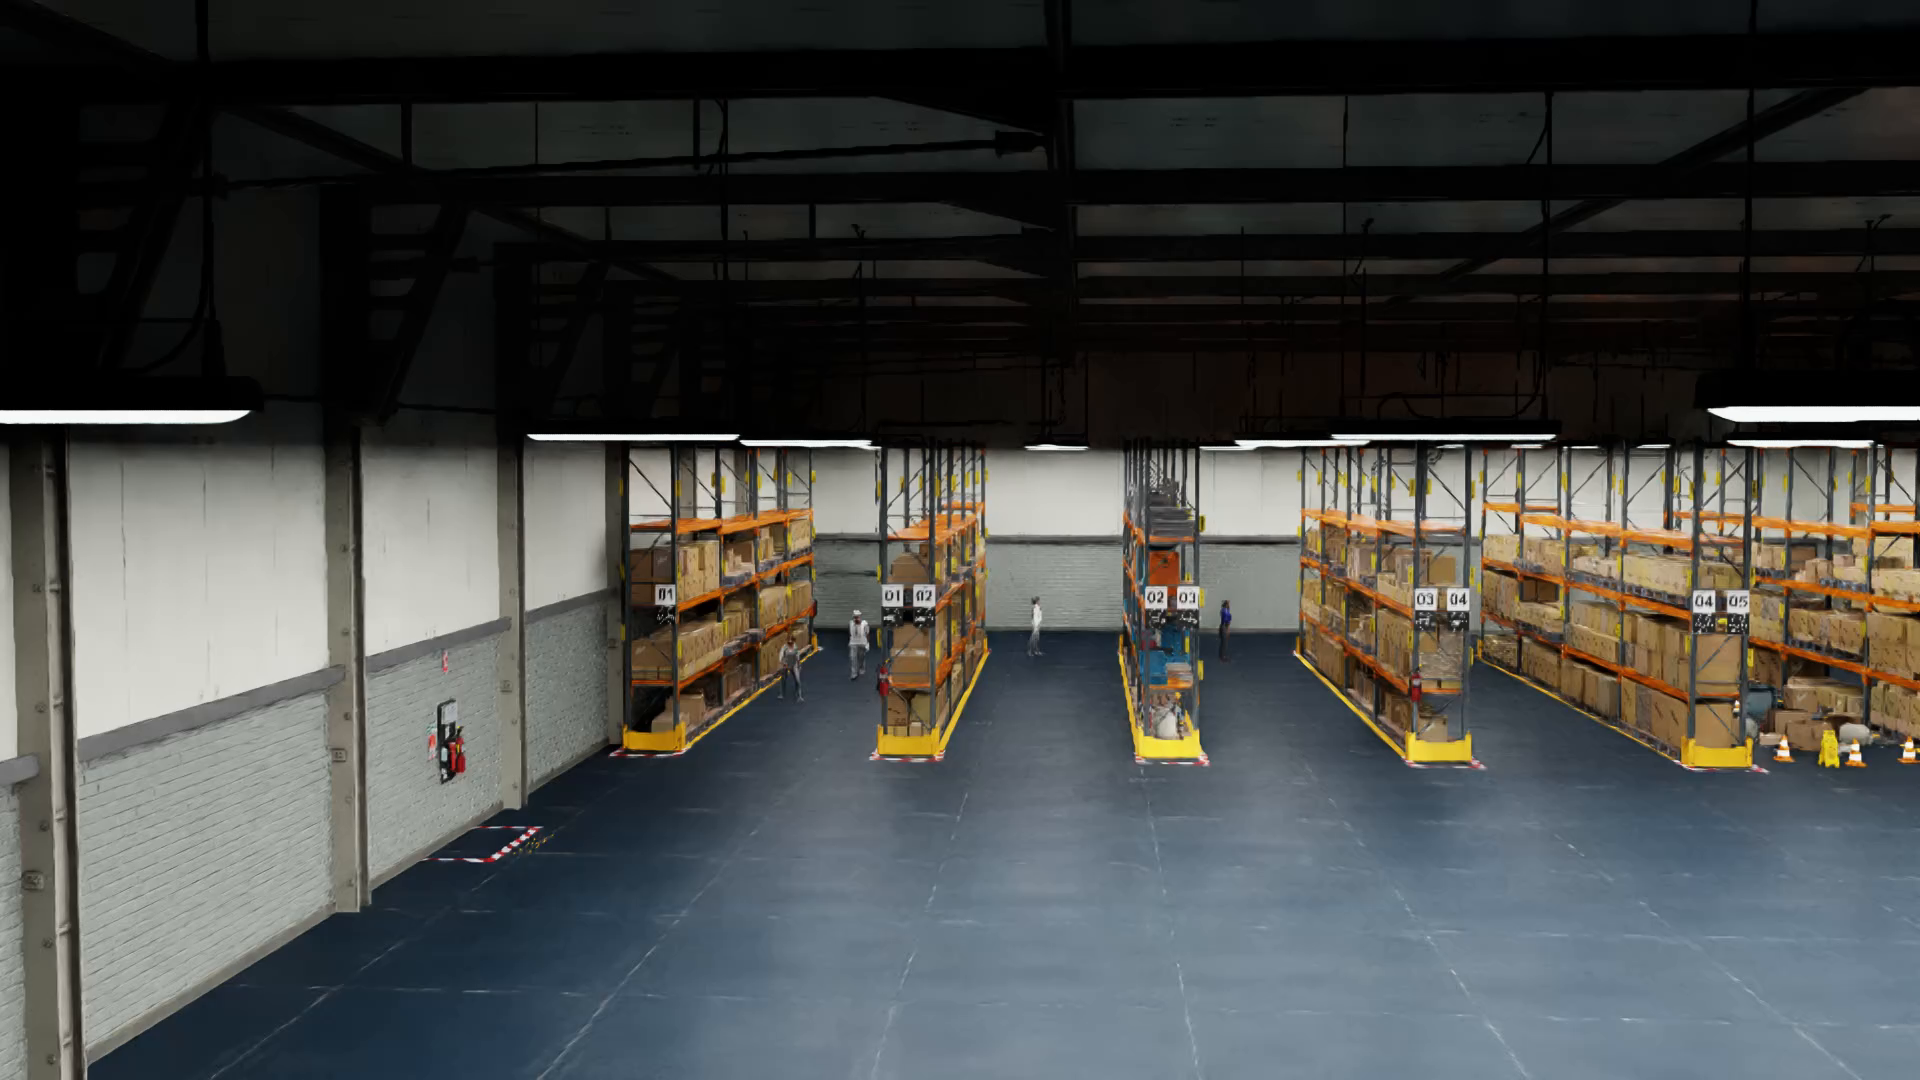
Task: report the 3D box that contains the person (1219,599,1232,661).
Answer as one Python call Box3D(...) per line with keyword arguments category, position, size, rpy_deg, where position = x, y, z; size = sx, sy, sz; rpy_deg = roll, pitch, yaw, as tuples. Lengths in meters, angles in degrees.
Box3D(category="person", position=(7.245, 2.453, 45.467), size=(0.371, 1.651, 0.606), rpy_deg=(0, 3, -5))

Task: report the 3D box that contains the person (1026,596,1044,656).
Box3D(category="person", position=(2.102, 2.399, 46.609), size=(0.492, 1.667, 0.658), rpy_deg=(0, 3, 3))

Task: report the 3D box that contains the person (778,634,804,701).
Box3D(category="person", position=(-3.897, 2.912, 38.164), size=(0.562, 1.514, 0.782), rpy_deg=(-1, 3, -13))

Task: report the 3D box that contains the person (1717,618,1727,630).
Box3D(category="person", position=(18.014, 2.722, 39.346), size=(0.591, 1.763, 0.685), rpy_deg=(1, 3, 24))

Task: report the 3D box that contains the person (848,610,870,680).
Box3D(category="person", position=(-2.551, 2.619, 41.849), size=(0.577, 1.733, 1.042), rpy_deg=(0, 3, 3))
